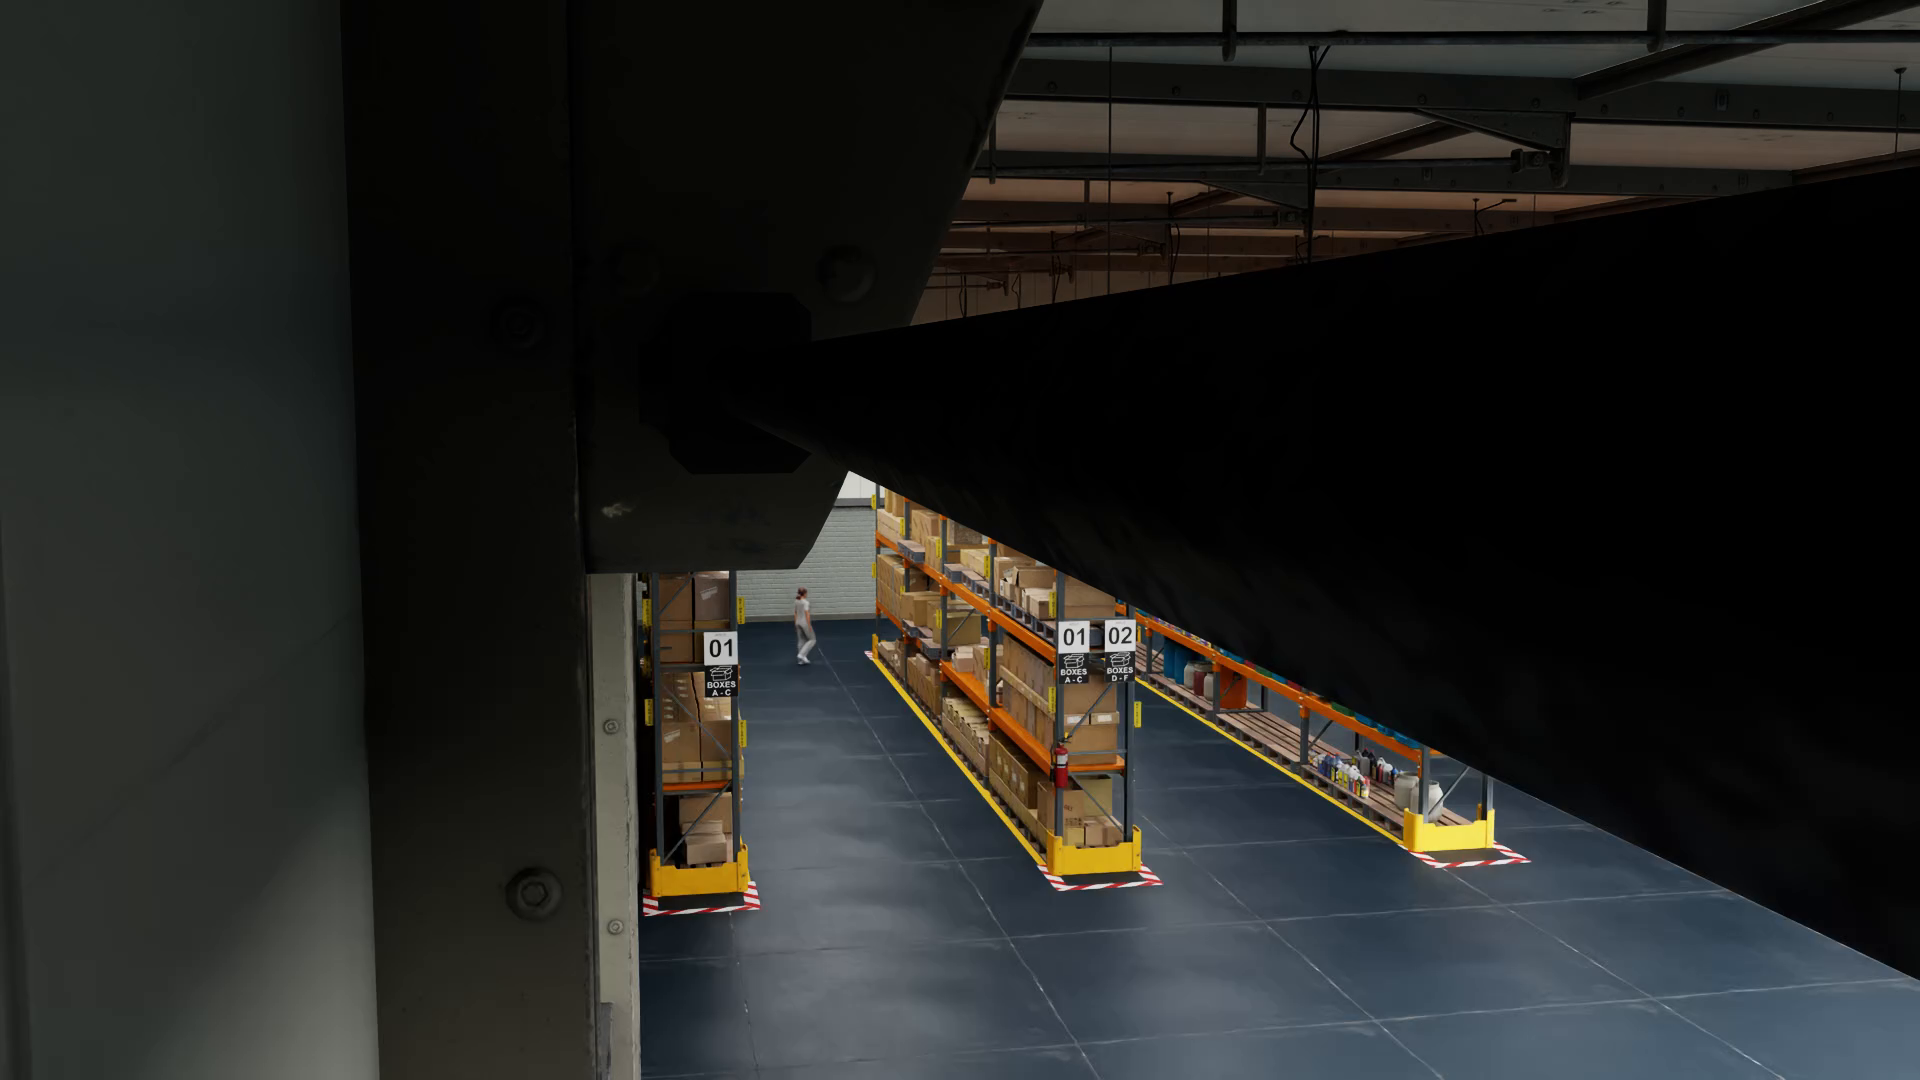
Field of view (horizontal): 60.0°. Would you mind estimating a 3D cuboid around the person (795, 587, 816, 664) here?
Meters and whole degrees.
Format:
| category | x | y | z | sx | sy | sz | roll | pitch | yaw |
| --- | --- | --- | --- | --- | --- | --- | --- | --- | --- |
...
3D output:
| category | x | y | z | sx | sy | sz | roll | pitch | yaw |
| --- | --- | --- | --- | --- | --- | --- | --- | --- | --- |
| person | -3.390 | 1.840 | 35.671 | 0.474 | 1.672 | 0.474 | 6 | 8 | 44 |
